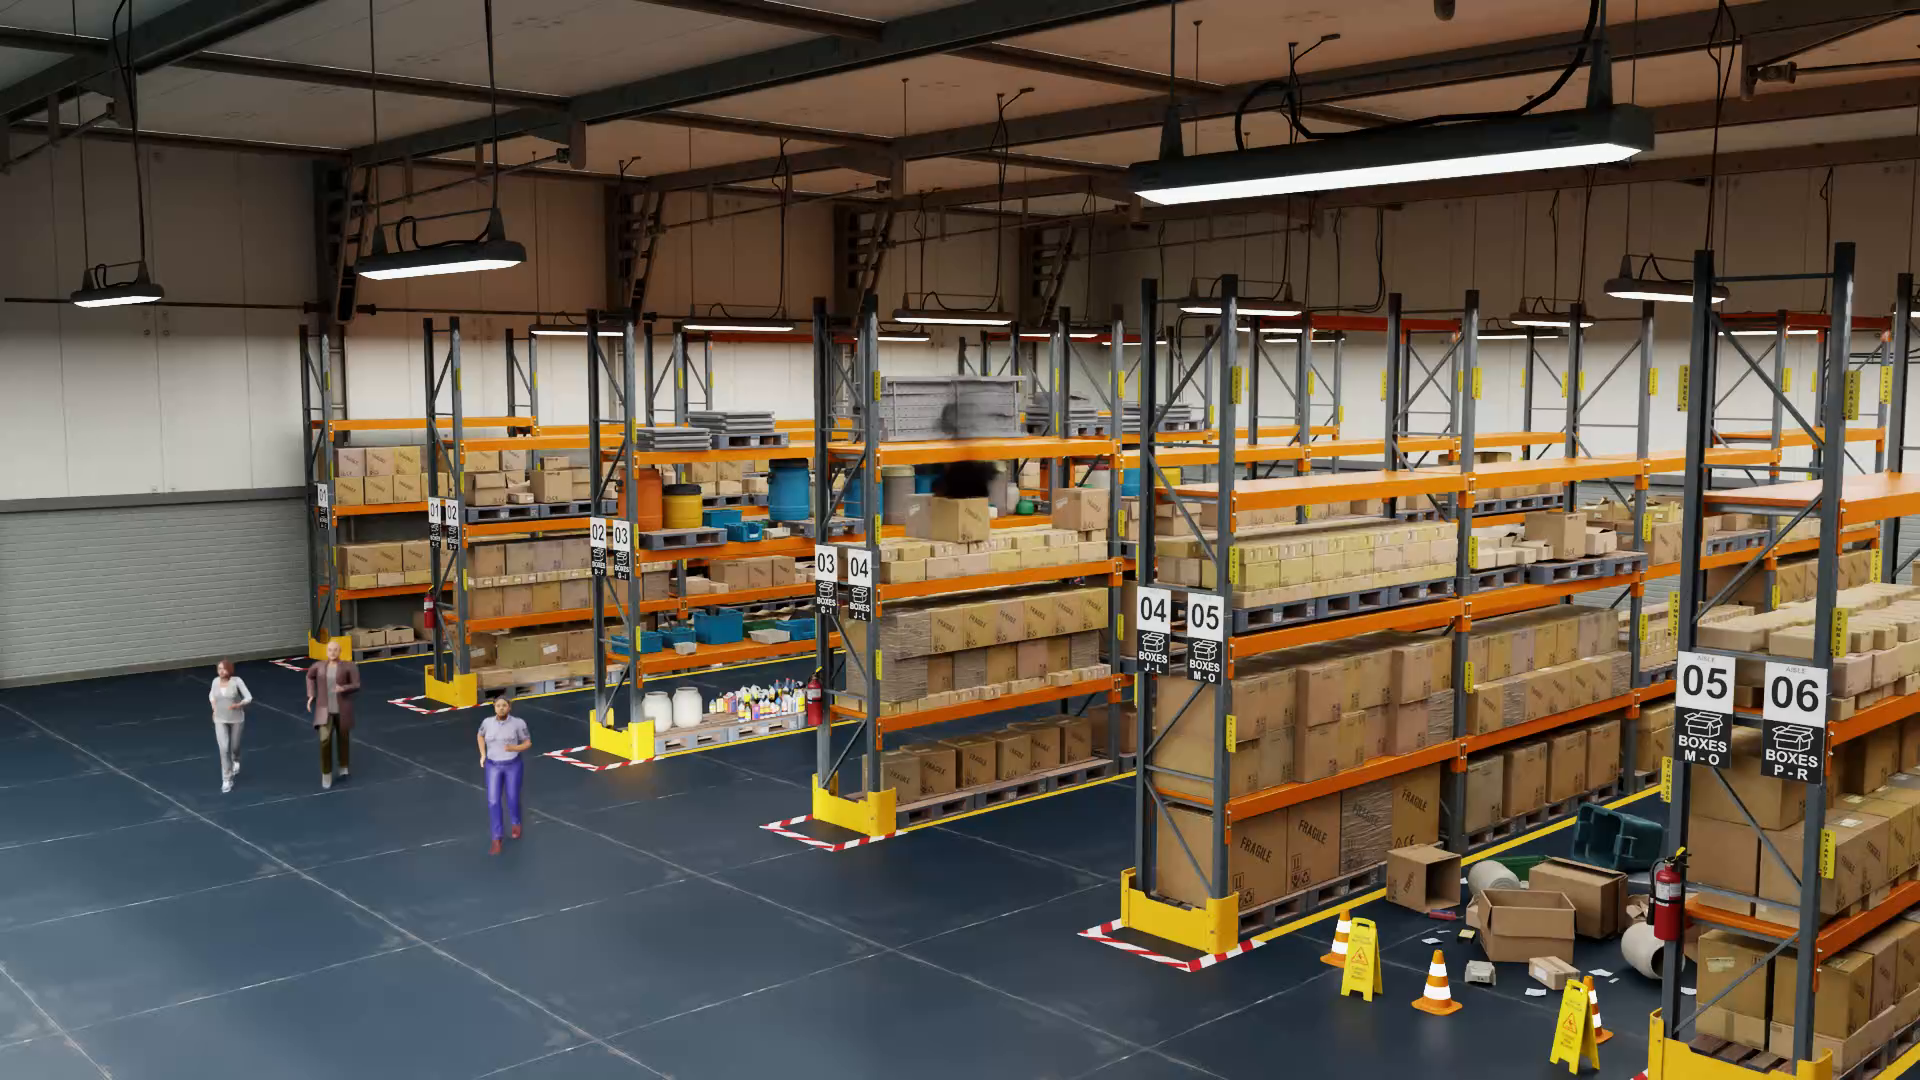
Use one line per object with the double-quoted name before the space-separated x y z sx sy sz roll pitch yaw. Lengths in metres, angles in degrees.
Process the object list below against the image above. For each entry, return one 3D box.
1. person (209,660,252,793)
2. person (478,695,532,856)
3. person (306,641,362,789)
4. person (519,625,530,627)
"person" -9.108 2.278 20.771 0.526 1.606 0.815 -1 6 -13
"person" -4.966 2.525 18.133 0.595 1.683 0.777 -1 6 -8
"person" -7.857 2.180 20.886 0.674 1.839 0.823 -2 6 -18
"person" -7.598 1.327 29.071 0.707 1.686 0.842 5 8 41
